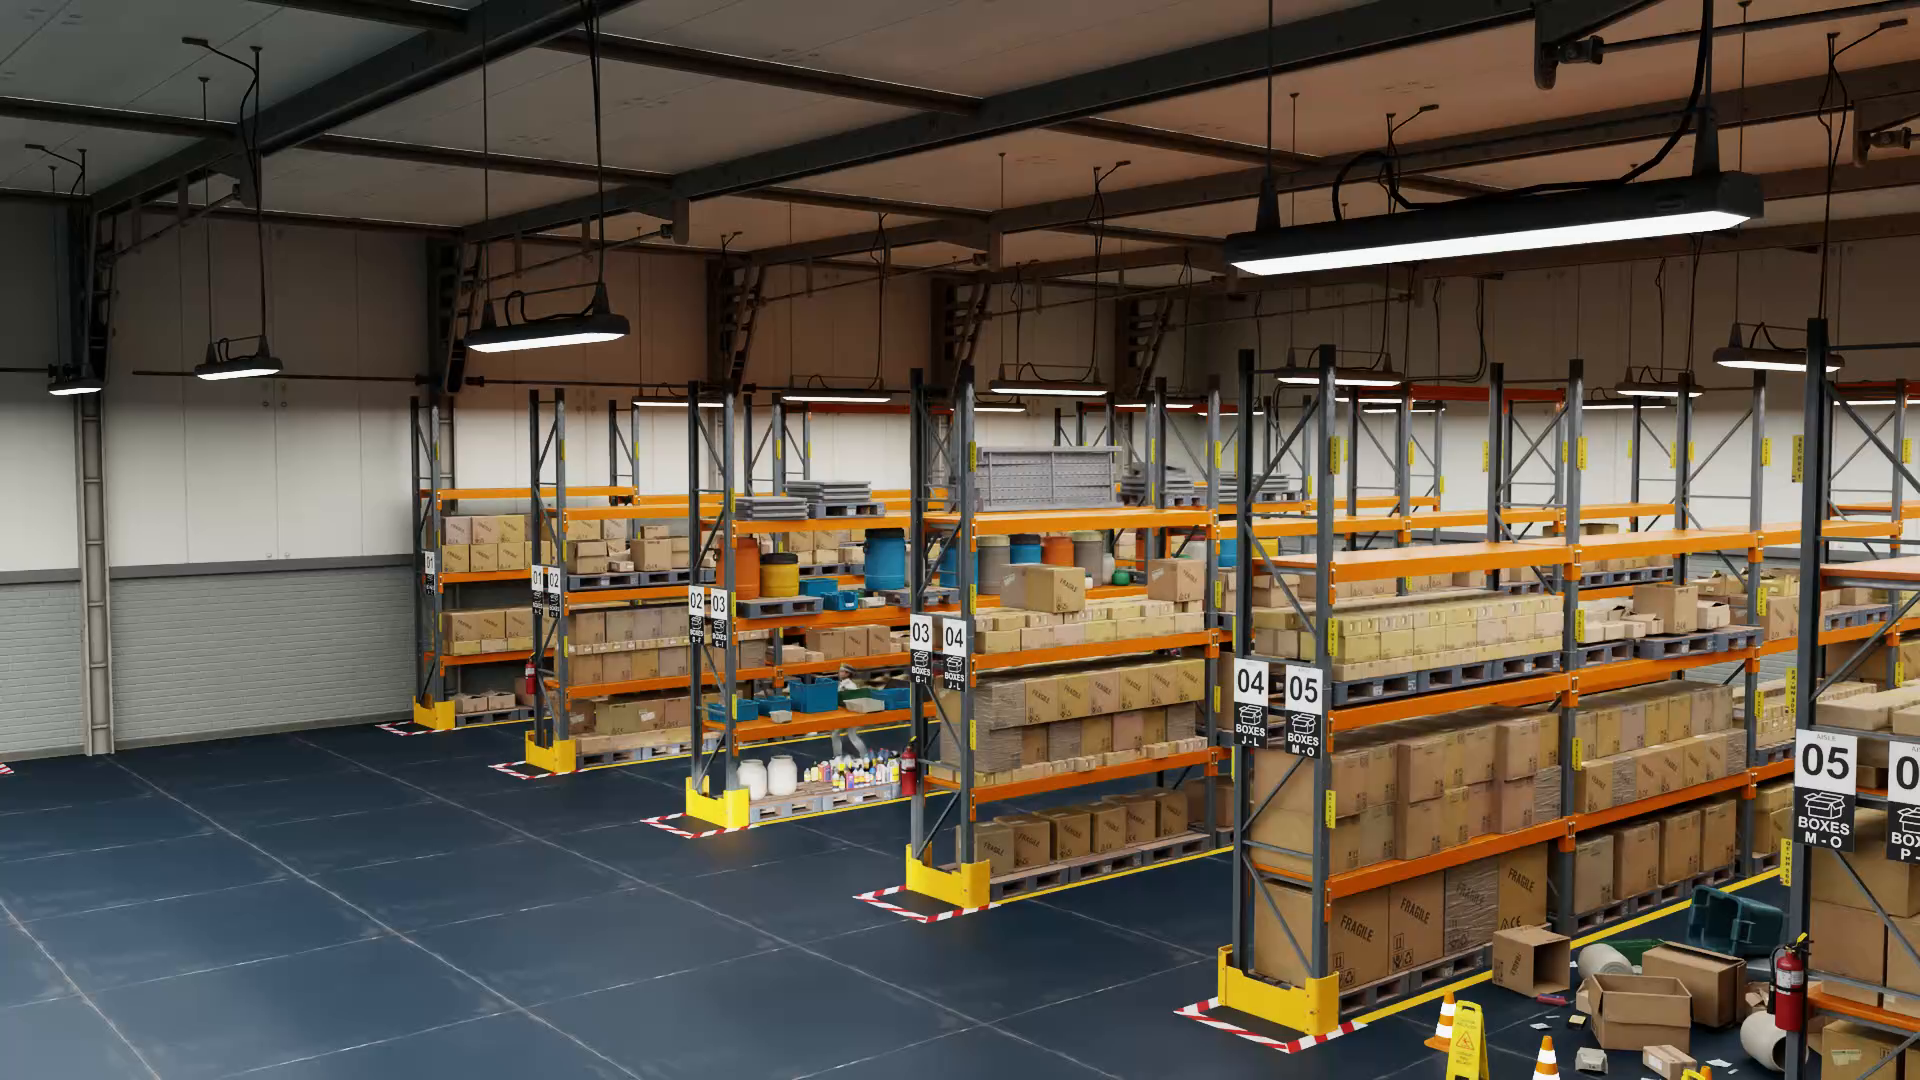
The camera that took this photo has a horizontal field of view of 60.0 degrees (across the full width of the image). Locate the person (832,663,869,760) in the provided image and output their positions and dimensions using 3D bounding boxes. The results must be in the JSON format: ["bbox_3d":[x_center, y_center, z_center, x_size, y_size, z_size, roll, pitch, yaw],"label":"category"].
[{"bbox_3d":[-1.703,2.781,26.172,0.700,1.741,0.615,-2,4,-33],"label":"person"}]

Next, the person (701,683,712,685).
[{"bbox_3d":[-4.828,2.527,31.452,0.694,1.572,0.885,1,4,23],"label":"person"}]
